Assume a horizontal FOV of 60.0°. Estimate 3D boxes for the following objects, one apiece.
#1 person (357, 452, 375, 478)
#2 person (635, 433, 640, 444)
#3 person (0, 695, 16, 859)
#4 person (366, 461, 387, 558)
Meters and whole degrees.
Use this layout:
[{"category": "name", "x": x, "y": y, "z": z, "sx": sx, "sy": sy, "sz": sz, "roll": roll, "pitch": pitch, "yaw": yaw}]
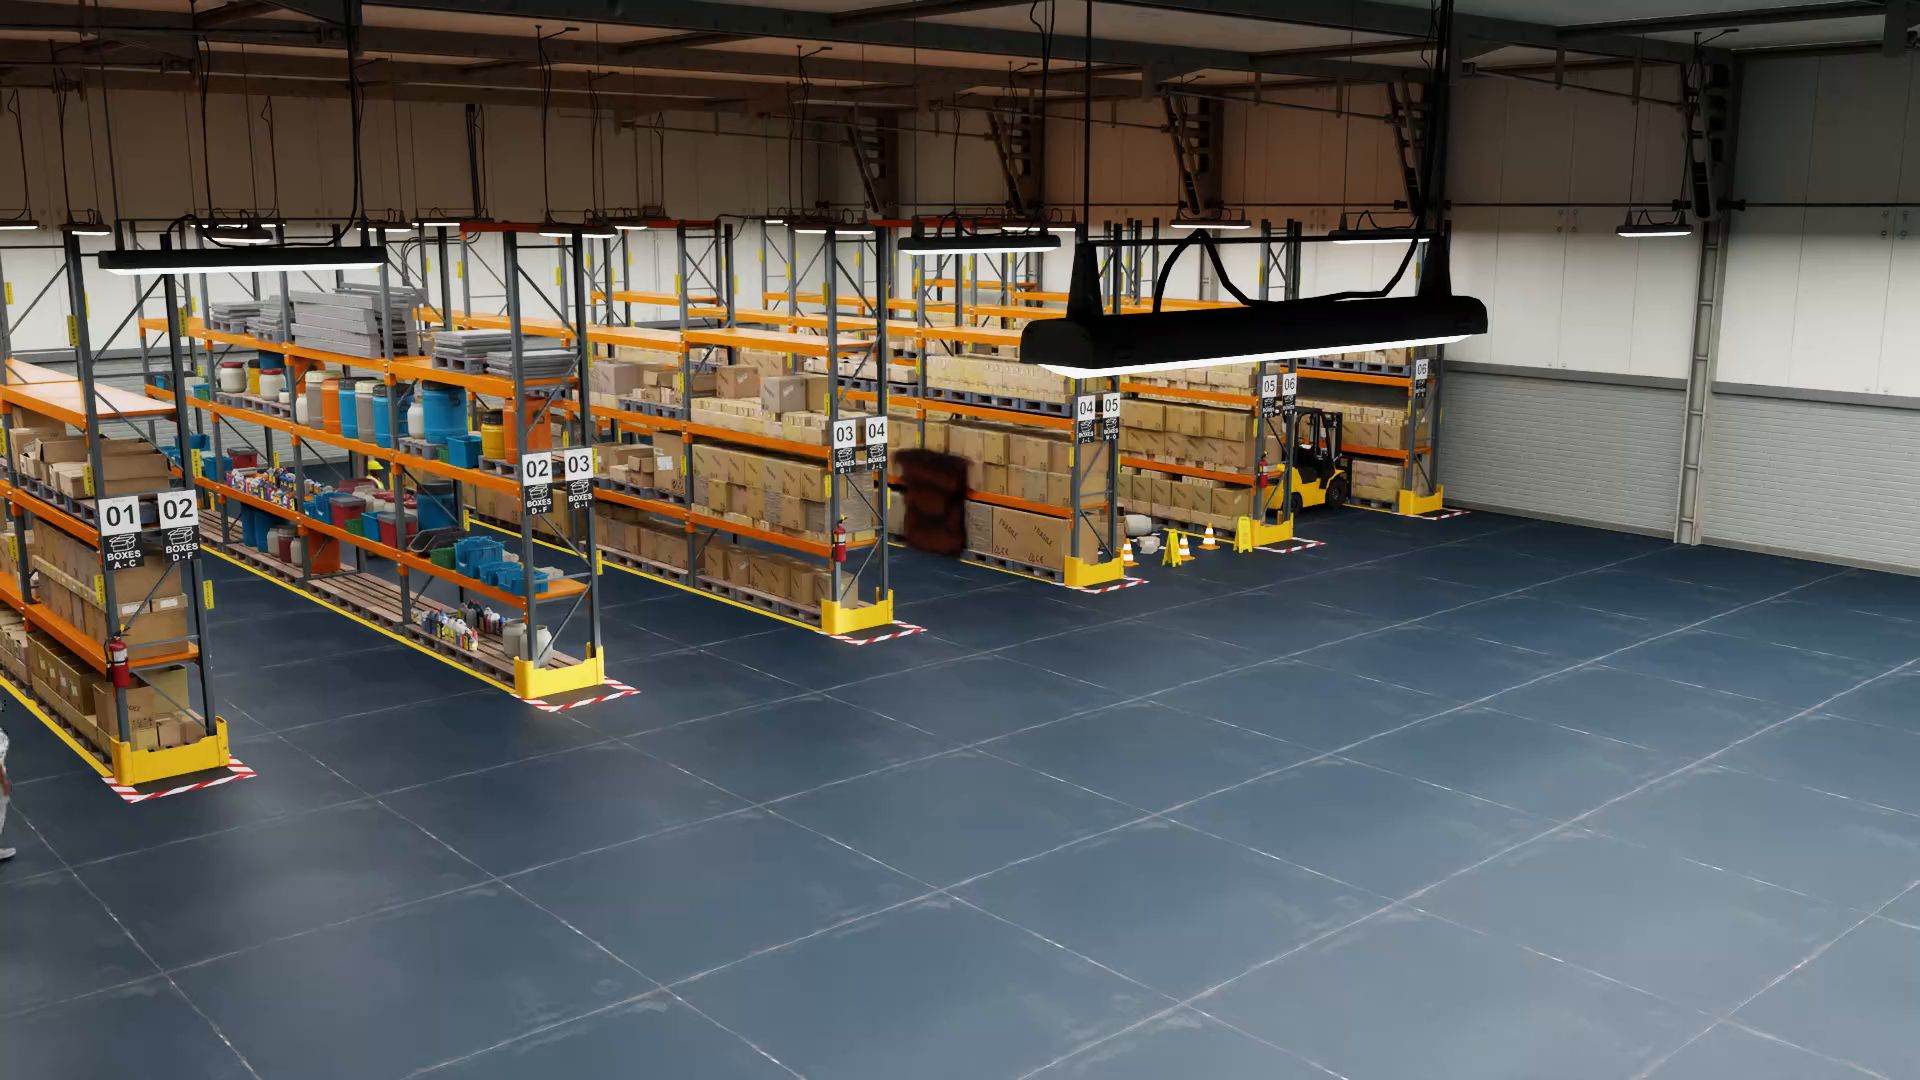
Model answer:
[{"category": "person", "x": -13.288, "y": -1.935, "z": 37.093, "sx": 0.624, "sy": 1.716, "sz": 0.531, "roll": 11, "pitch": 16, "yaw": 44}, {"category": "person", "x": -8.429, "y": -3.080, "z": 42.899, "sx": 0.447, "sy": 1.710, "sz": 0.539, "roll": 5, "pitch": 12, "yaw": 22}, {"category": "person", "x": -9.464, "y": 2.303, "z": 16.168, "sx": 0.467, "sy": 1.660, "sz": 0.447, "roll": 10, "pitch": 15, "yaw": 41}, {"category": "person", "x": -10.627, "y": -0.571, "z": 30.241, "sx": 0.455, "sy": 1.774, "sz": 0.589, "roll": -8, "pitch": 14, "yaw": -33}]
